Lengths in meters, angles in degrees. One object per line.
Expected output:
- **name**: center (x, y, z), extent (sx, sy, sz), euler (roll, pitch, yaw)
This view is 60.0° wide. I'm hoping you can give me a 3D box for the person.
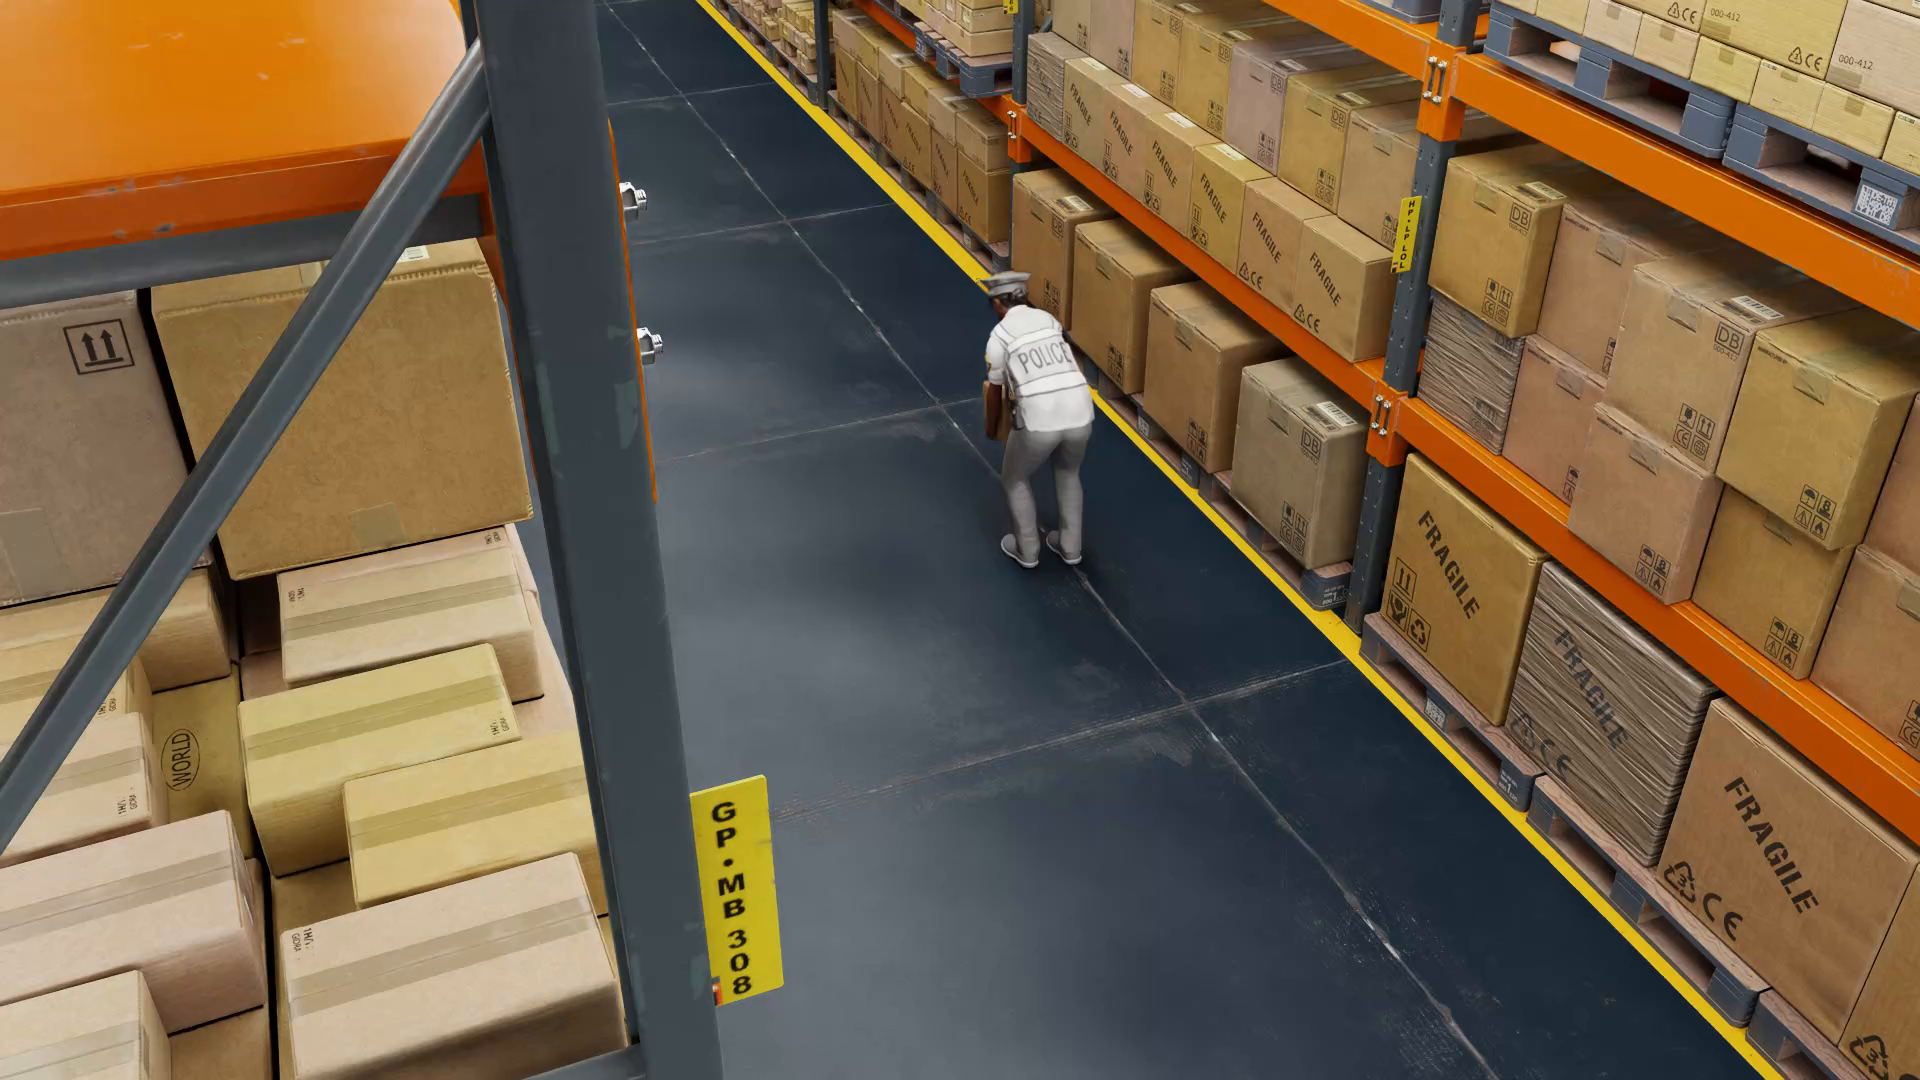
- **person**: center (0.349, -0.588, 8.250), extent (0.416, 1.420, 0.811), euler (-14, 36, -20)
